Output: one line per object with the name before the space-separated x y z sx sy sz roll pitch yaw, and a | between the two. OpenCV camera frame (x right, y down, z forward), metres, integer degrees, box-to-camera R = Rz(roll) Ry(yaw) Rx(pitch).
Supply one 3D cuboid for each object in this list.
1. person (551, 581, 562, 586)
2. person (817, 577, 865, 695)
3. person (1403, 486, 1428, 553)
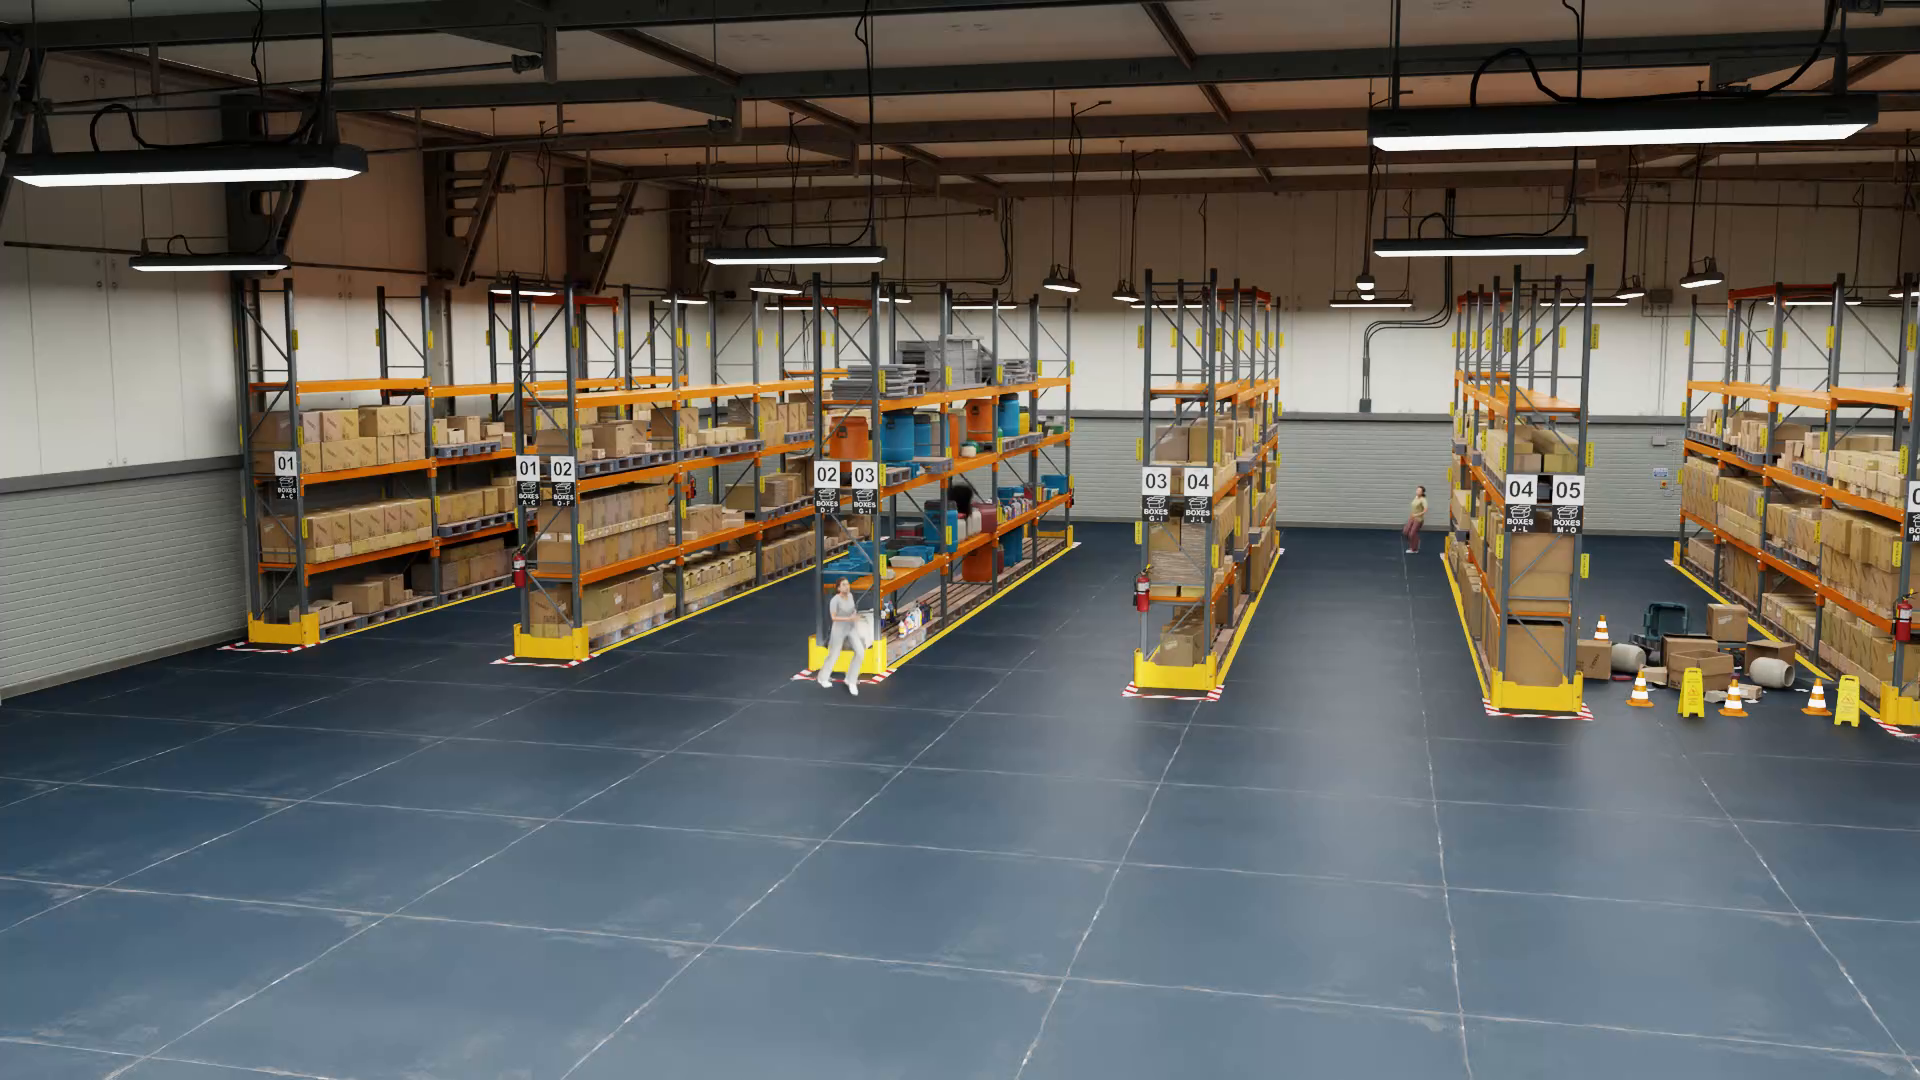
person | -7.508 0.380 31.449 0.714 1.733 0.791 1 7 5
person | -1.667 1.347 23.653 0.570 1.688 0.868 -6 9 -41
person | 10.686 -0.472 38.961 0.490 1.615 0.632 -4 8 -27
